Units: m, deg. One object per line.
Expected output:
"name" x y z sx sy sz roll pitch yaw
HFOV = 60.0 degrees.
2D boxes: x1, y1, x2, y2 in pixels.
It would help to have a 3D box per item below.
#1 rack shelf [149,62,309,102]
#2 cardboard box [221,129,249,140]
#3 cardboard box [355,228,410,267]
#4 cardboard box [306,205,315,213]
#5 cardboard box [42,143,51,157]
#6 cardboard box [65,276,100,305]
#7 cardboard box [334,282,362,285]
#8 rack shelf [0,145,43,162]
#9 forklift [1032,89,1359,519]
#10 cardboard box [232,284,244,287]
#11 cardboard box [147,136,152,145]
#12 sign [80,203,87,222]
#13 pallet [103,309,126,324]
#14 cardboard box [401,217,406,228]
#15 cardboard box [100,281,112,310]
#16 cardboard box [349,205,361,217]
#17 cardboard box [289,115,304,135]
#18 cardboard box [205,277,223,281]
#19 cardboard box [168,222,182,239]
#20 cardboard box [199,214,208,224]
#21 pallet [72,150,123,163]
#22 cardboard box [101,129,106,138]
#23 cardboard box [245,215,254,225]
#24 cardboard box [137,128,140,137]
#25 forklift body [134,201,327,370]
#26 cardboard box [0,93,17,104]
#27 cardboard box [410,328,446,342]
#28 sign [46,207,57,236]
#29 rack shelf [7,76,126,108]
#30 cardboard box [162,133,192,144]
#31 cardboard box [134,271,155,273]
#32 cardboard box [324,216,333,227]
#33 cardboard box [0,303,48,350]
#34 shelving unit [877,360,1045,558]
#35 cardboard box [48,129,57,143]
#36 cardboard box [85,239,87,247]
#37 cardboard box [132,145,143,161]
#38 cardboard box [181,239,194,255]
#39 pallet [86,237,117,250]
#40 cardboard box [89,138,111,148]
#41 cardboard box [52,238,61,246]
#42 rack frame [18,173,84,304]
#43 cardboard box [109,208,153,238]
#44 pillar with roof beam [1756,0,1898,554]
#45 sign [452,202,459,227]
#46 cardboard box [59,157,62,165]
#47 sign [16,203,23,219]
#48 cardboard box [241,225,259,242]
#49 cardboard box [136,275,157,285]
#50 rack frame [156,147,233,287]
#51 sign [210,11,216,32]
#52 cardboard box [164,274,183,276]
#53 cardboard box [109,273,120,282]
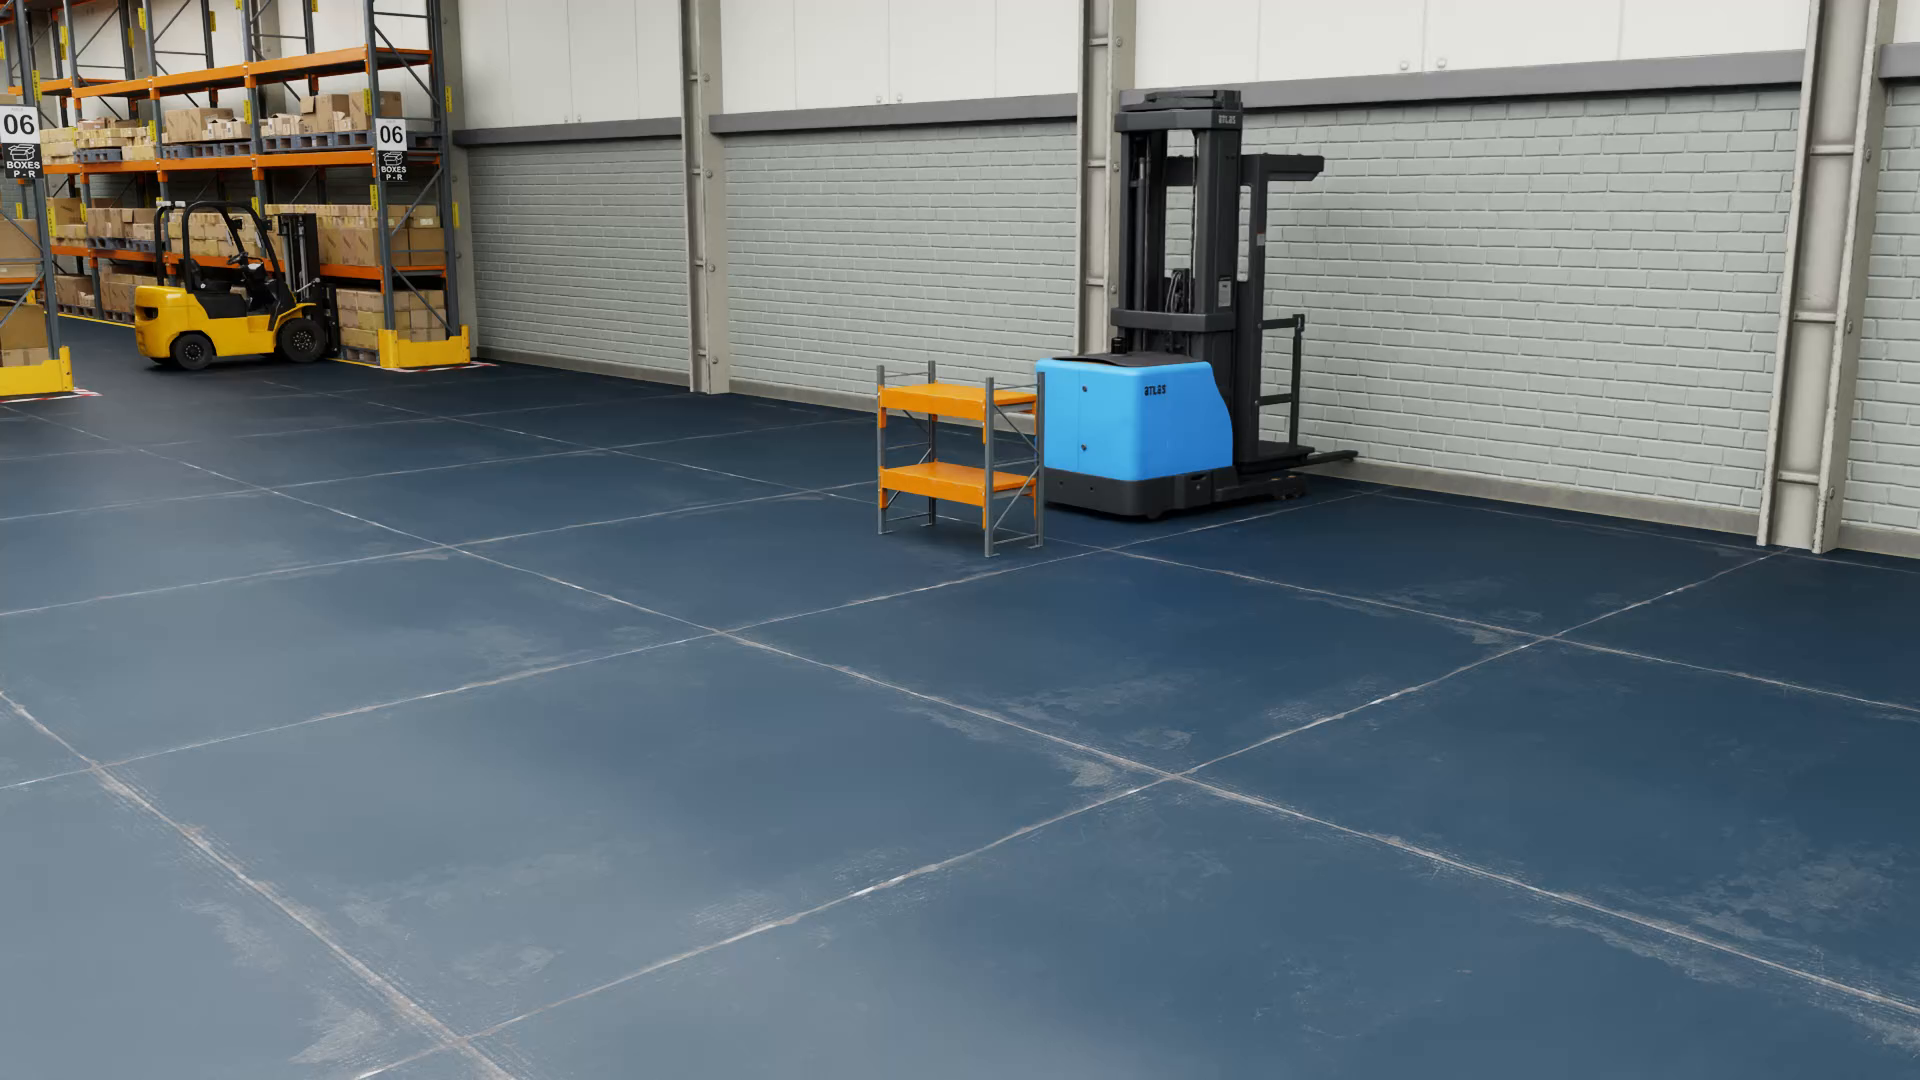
"rack shelf" -11.341 -7.098 25.838 1.077 0.370 4.000 -11 16 -43
"cardboard box" -10.939 -6.135 25.157 0.380 0.149 0.250 -11 16 -43
"cardboard box" -7.727 -3.917 22.241 0.500 0.500 0.500 -11 16 -44
"cardboard box" -9.007 -4.664 23.522 0.380 0.149 0.250 -11 16 -43
"cardboard box" -17.053 -7.386 31.529 0.500 0.250 0.500 -11 16 -43
"cardboard box" -16.614 -4.765 31.759 0.500 0.500 0.700 11 16 43
"cardboard box" -9.119 -3.648 24.481 0.500 0.250 0.500 -11 16 -43
"rack shelf" -12.166 -4.549 19.907 1.077 0.370 4.000 -11 16 -43
"forklift" 1.965 -1.801 12.390 3.031 2.935 1.130 -10 15 -40
"cardboard box" -11.379 -3.757 26.559 0.625 0.625 0.875 11 16 43
"cardboard box" -13.306 -6.650 27.704 0.250 0.149 0.380 11 16 44
"sign" -15.871 -5.931 30.121 0.100 0.325 0.005 -11 16 -43
"pallet" -14.895 -4.105 30.311 1.003 0.211 1.213 -11 16 -43
"cardboard box" -7.460 -4.312 22.552 0.380 0.149 0.250 -11 16 -43
"cardboard box" -15.313 -4.463 30.295 0.500 0.500 0.500 -10 15 -40
"cardboard box" -7.990 -4.434 22.406 0.380 0.149 0.250 -10 16 -41
"cardboard box" -9.154 -5.815 23.315 0.258 0.266 0.396 11 16 44
"cardboard box" -12.857 -4.419 28.472 0.380 0.149 0.250 -10 15 -40
"cardboard box" -12.610 -5.069 27.215 0.500 0.250 0.500 -11 16 -43
"cardboard box" -11.816 -5.092 26.339 0.380 0.149 0.250 -10 16 -41
"pallet" -15.085 -6.856 29.787 1.213 0.211 1.003 -11 16 -43
"cardboard box" -14.656 -7.047 28.846 0.380 0.149 0.250 -11 16 -42
"cardboard box" -10.547 -4.837 25.100 0.380 0.149 0.250 -11 16 -43
"cardboard box" -13.644 -6.874 28.053 0.380 0.149 0.250 -11 16 -43
"forklift body" -9.826 -3.439 22.275 2.313 2.155 1.214 -11 16 -43
"cardboard box" -10.883 -4.957 18.752 0.380 0.149 0.250 -11 16 -43
"cardboard box" -7.395 -2.790 22.795 0.500 0.250 0.500 -11 16 -42
"sign" -10.392 -3.640 19.000 0.100 0.325 0.005 -11 16 -43
"rack shelf" -16.865 -8.460 31.465 1.077 0.370 4.000 -11 16 -43
"cardboard box" -12.701 -6.516 26.963 0.380 0.166 0.250 -11 16 -43
"cardboard box" -15.022 -4.869 30.659 0.250 0.149 0.380 11 16 43
"cardboard box" -8.543 -4.395 22.953 0.380 0.149 0.250 -11 16 -42
"cardboard box" -11.159 -2.526 19.654 0.500 0.500 0.500 11 16 43
"shelving unit" -0.005 -0.552 10.803 0.538 1.125 1.048 -11 16 -43
"cardboard box" -16.708 -7.558 31.125 0.500 0.250 0.500 -11 16 -42
"cardboard box" -15.887 -5.472 30.661 0.380 0.149 0.250 -11 16 -42
"cardboard box" -13.600 -6.510 28.014 0.500 0.250 0.500 -11 16 -42
"cardboard box" -12.248 -4.754 26.923 0.500 0.250 0.500 -11 16 -44
"pallet" -15.011 -5.358 29.960 1.003 0.211 1.213 -11 16 -43
"cardboard box" -15.053 -6.971 29.213 0.380 0.149 0.250 -11 16 -42
"cardboard box" -17.168 -5.728 31.902 0.380 0.149 0.250 -10 16 -41
"rack frame" -18.247 -6.168 33.414 1.000 3.000 0.127 -11 16 -43
"cardboard box" -14.412 -5.547 29.111 0.700 0.500 0.500 -11 16 -43
"pillar with roof beam" 2.291 -3.771 6.915 9.100 9.000 0.400 -11 16 -43
"sign" -6.792 -4.372 22.356 0.100 0.325 0.005 -11 16 -43
"cardboard box" -16.622 -7.097 31.116 0.380 0.149 0.250 -10 15 -41
"sign" -18.639 -6.516 32.959 0.100 0.325 0.005 -11 16 -43
"cardboard box" -10.484 -4.624 25.053 0.500 0.250 0.500 -11 16 -44
"cardboard box" -14.142 -4.533 29.028 0.250 0.149 0.380 11 16 42
"rack frame" -12.722 -5.000 27.747 1.000 3.000 0.127 -11 16 -43
"sign" -12.323 -8.551 27.409 0.100 0.325 0.005 -11 16 -43
"cardboard box" -13.944 -4.645 29.571 0.250 0.149 0.380 11 16 43
"cardboard box" -15.182 -4.764 30.147 0.250 0.149 0.380 11 16 44
